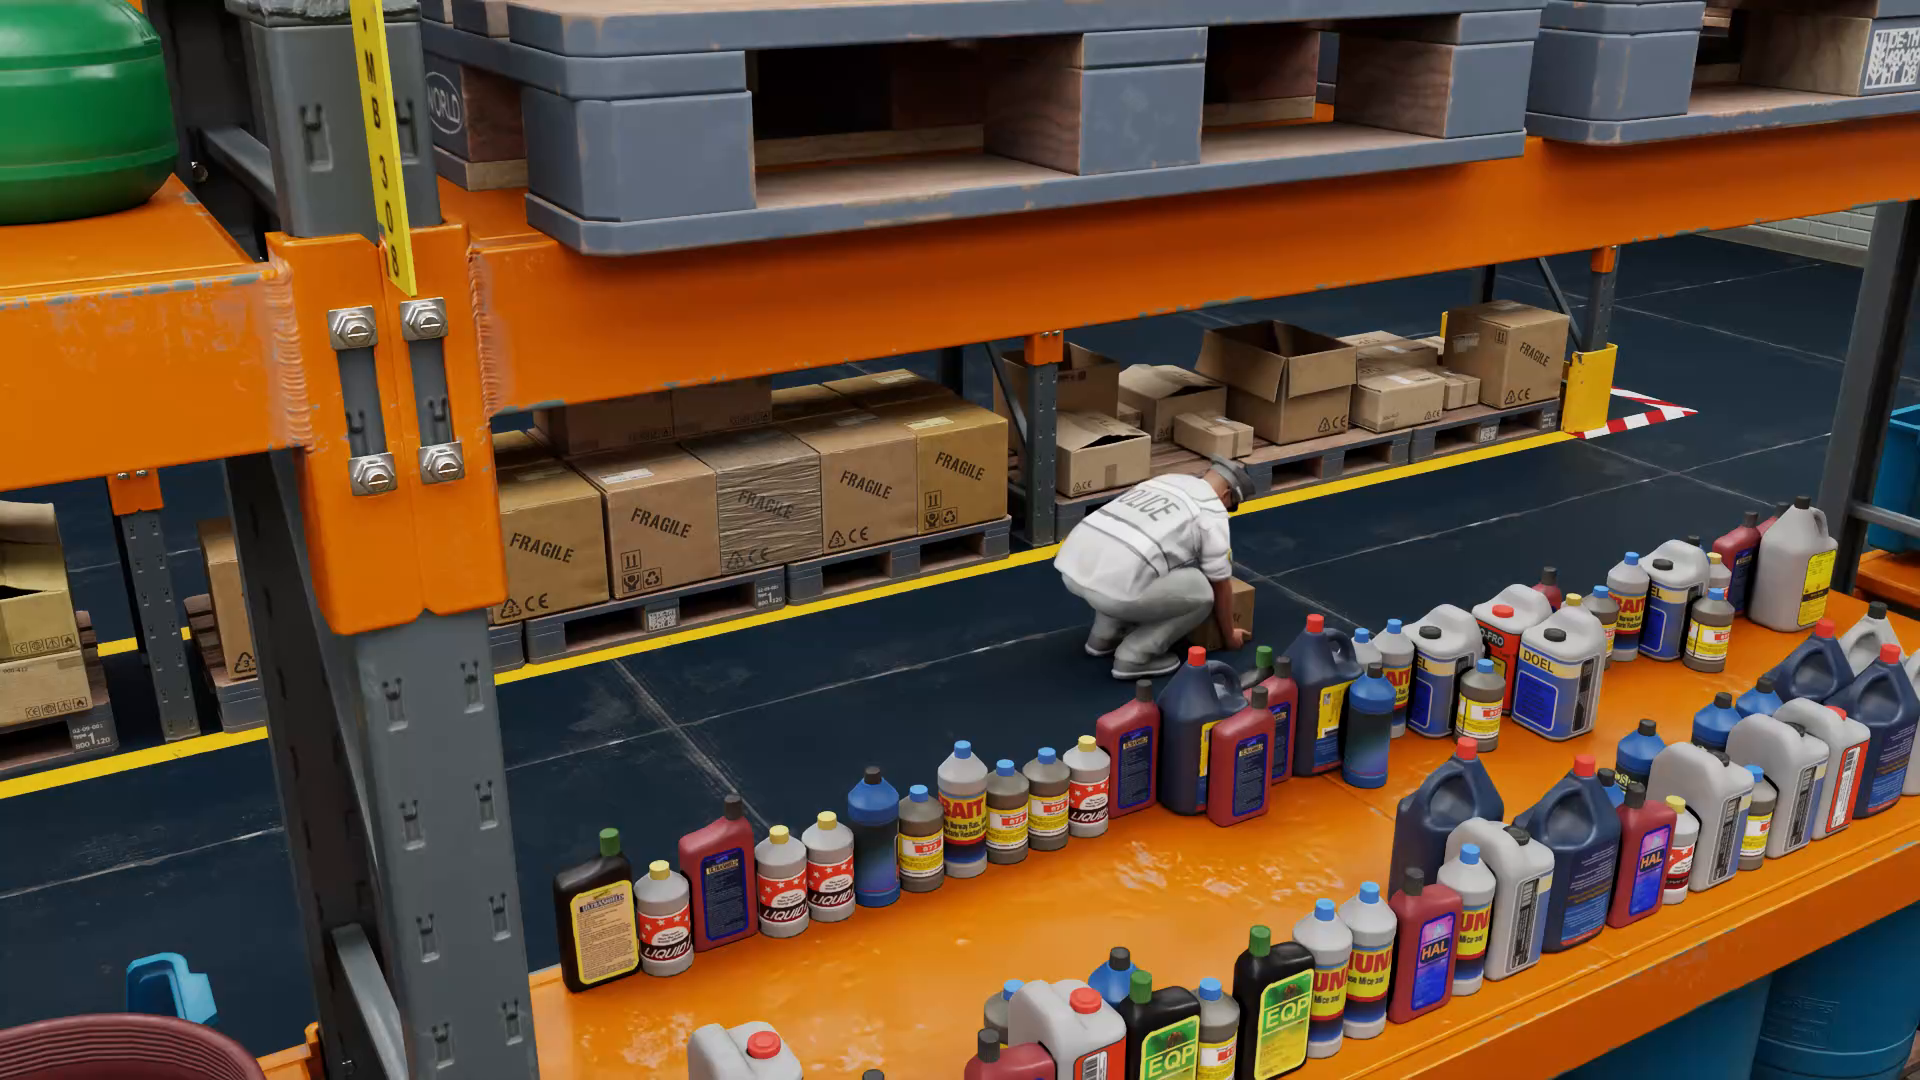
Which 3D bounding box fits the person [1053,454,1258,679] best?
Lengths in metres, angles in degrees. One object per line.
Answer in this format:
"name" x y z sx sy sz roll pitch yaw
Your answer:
"person" 0.864 0.133 7.105 0.996 0.886 0.539 -13 25 -29
